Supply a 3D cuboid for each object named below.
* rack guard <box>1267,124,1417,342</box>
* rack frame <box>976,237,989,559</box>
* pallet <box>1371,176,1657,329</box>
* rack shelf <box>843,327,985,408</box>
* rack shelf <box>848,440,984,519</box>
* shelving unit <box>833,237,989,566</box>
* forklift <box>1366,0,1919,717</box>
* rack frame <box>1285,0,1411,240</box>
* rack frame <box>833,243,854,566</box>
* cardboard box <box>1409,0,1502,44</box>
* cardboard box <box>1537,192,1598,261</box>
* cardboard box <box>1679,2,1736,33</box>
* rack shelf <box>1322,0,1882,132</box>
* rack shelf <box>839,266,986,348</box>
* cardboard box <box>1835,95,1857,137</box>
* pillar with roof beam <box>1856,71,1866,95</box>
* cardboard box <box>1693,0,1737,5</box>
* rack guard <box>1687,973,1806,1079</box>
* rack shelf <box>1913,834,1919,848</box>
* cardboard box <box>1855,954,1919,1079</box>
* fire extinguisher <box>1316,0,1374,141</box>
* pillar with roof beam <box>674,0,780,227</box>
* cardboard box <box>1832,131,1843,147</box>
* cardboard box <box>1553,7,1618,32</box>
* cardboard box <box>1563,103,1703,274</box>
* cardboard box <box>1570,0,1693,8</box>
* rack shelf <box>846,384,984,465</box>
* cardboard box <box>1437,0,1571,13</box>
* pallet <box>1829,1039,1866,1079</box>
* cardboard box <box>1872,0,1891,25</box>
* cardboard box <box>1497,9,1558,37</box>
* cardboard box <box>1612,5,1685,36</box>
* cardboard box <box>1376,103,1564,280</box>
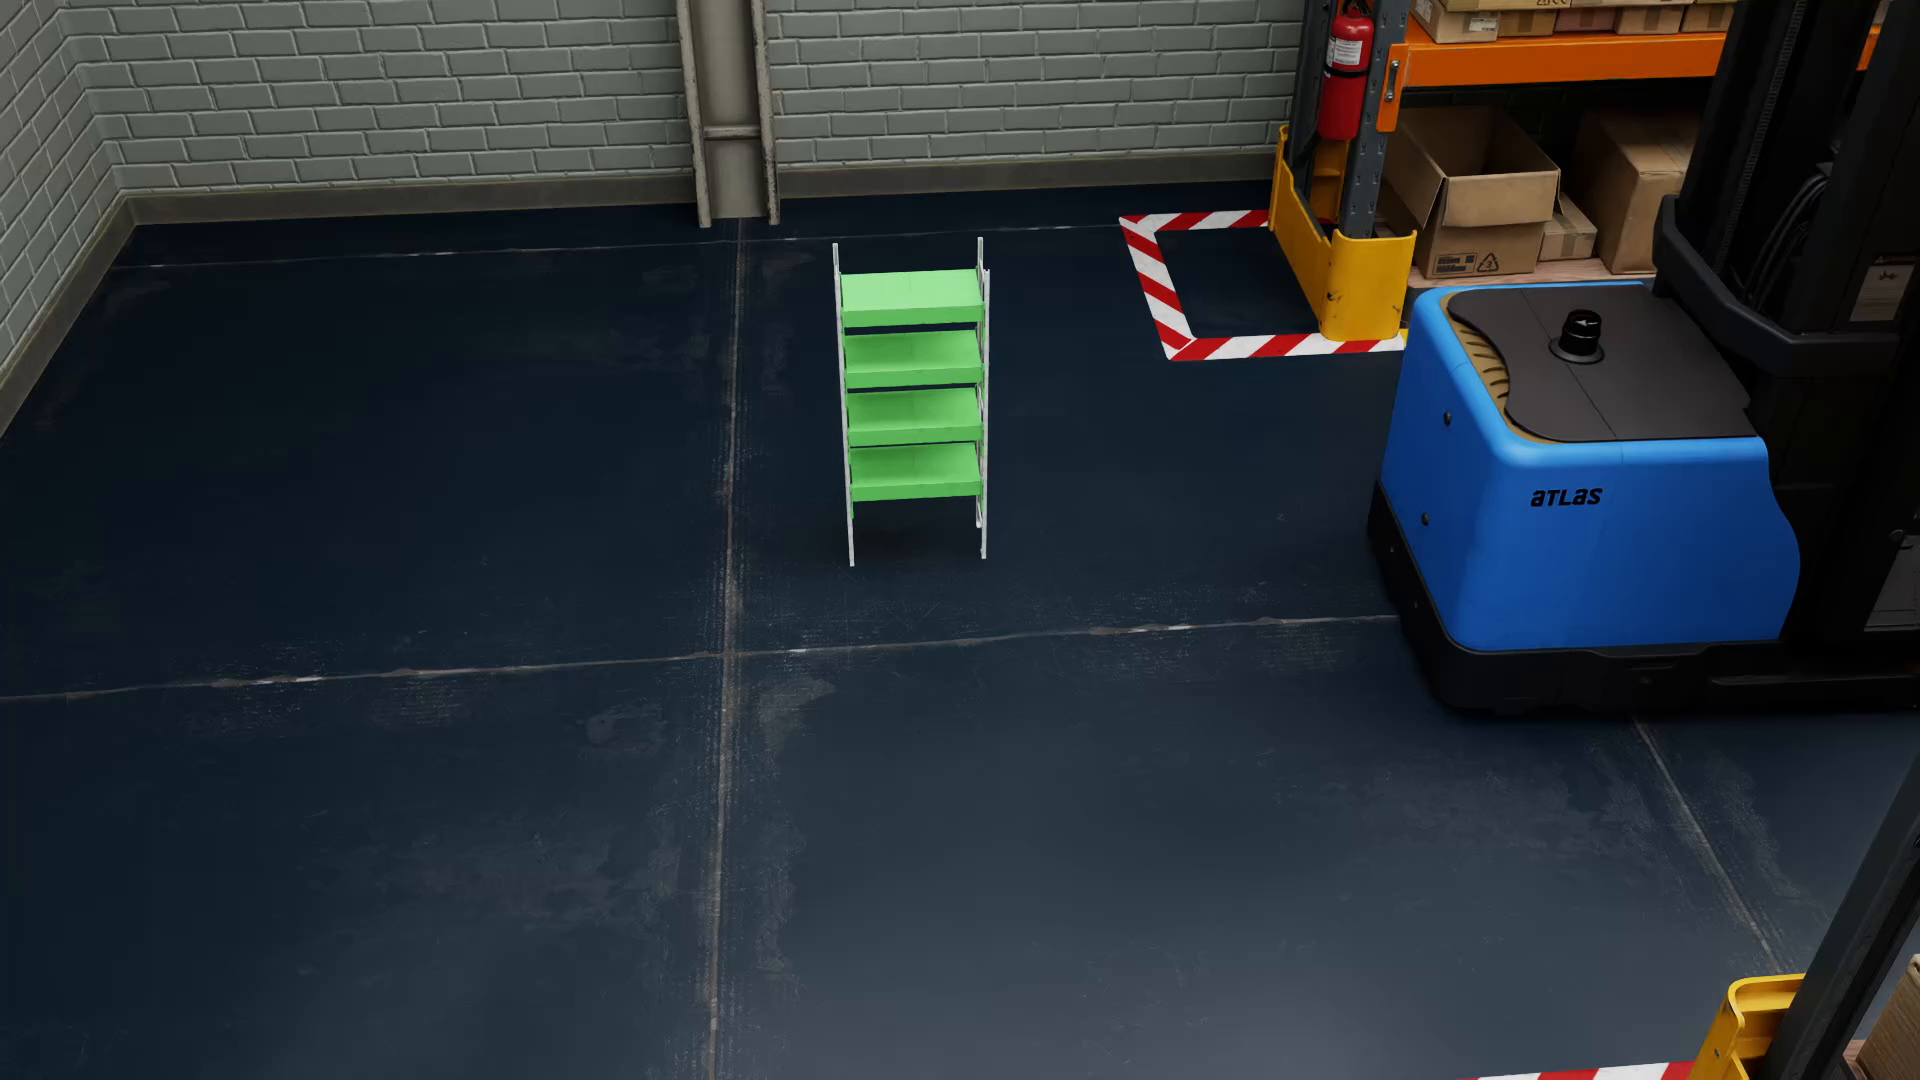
[{"bbox_3d":[1.738,-1.440,7.672,0.348,0.500,1.175,-3,38,-4],"label":"rack guard"},{"bbox_3d":[0.078,-0.475,5.884,0.015,1.200,0.240,-3,38,-4],"label":"rack frame"},{"bbox_3d":[2.532,-1.371,7.817,1.213,0.211,1.003,-3,38,-4],"label":"pallet"},{"bbox_3d":[-0.165,-0.600,5.758,0.480,0.148,0.258,-3,38,-4],"label":"rack shelf"},{"bbox_3d":[-0.165,-0.223,6.055,0.480,0.148,0.258,-3,38,-4],"label":"rack shelf"},{"bbox_3d":[-0.165,-0.462,5.867,0.503,1.200,0.258,-3,38,-4],"label":"shelving unit"},{"bbox_3d":[3.048,-0.920,5.050,3.031,2.935,1.130,-2,38,-3],"label":"forklift"},{"bbox_3d":[1.662,-2.417,6.892,0.127,3.000,1.000,-3,38,-4],"label":"rack frame"},{"bbox_3d":[-0.408,-0.449,5.850,0.015,1.200,0.240,-3,38,-4],"label":"rack frame"},{"bbox_3d":[2.014,-2.168,6.778,0.250,0.149,0.380,-3,38,-4],"label":"cardboard box"},{"bbox_3d":[2.706,-1.437,7.613,0.250,0.149,0.380,-5,39,-6],"label":"cardboard box"},{"bbox_3d":[3.043,-2.240,6.870,0.250,0.149,0.380,-3,38,-3],"label":"cardboard box"},{"bbox_3d":[3.654,-2.245,7.254,4.000,0.370,1.077,-3,38,-4],"label":"rack shelf"},{"bbox_3d":[-0.165,-0.789,5.609,0.480,0.148,0.258,-3,38,-4],"label":"rack shelf"},{"bbox_3d":[4.169,-1.656,7.606,0.500,0.500,0.700,-5,38,-6],"label":"cardboard box"},{"bbox_3d":[5.254,-2.854,2.602,0.400,9.000,9.100,-3,38,-4],"label":"pillar with roof beam"},{"bbox_3d":[3.145,-2.392,6.740,0.500,0.250,0.500,-4,38,-5],"label":"cardboard box"},{"bbox_3d":[2.082,1.628,3.784,0.348,0.500,1.175,-3,38,-4],"label":"rack guard"},{"bbox_3d":[4.098,0.818,3.373,4.000,0.370,1.077,-3,38,-4],"label":"rack shelf"},{"bbox_3d":[2.754,1.388,3.799,0.875,0.438,0.875,-4,38,-6],"label":"cardboard box"},{"bbox_3d":[1.557,-1.947,6.660,0.183,0.674,0.296,-3,38,-4],"label":"fire extinguisher"},{"bbox_3d":[-0.722,-2.525,2.185,0.400,9.000,9.100,-3,38,-4],"label":"pillar with roof beam"},{"bbox_3d":[3.670,-1.566,7.492,0.500,0.500,0.500,-2,38,-3],"label":"cardboard box"},{"bbox_3d":[2.522,-2.246,6.878,0.250,0.149,0.380,-4,38,-5],"label":"cardboard box"},{"bbox_3d":[3.135,-1.599,7.534,0.500,0.500,0.700,-2,38,-2],"label":"cardboard box"},{"bbox_3d":[2.640,-2.362,6.703,0.500,0.250,0.500,-3,38,-3],"label":"cardboard box"},{"bbox_3d":[-0.165,-0.412,5.906,0.480,0.148,0.258,-3,38,-4],"label":"rack shelf"},{"bbox_3d":[2.138,-2.334,6.667,0.500,0.250,0.500,-3,38,-4],"label":"cardboard box"},{"bbox_3d":[2.895,1.648,3.992,1.213,0.211,1.003,-3,38,-4],"label":"pallet"},{"bbox_3d":[3.813,-2.291,6.935,0.250,0.149,0.380,-3,38,-4],"label":"cardboard box"},{"bbox_3d":[2.263,-2.210,6.832,0.250,0.149,0.380,-2,38,-3],"label":"cardboard box"},{"bbox_3d":[2.779,-2.222,6.847,0.250,0.149,0.380,-2,38,-3],"label":"cardboard box"},{"bbox_3d":[2.280,-1.577,7.504,0.637,0.503,0.797,-5,39,-6],"label":"cardboard box"}]
